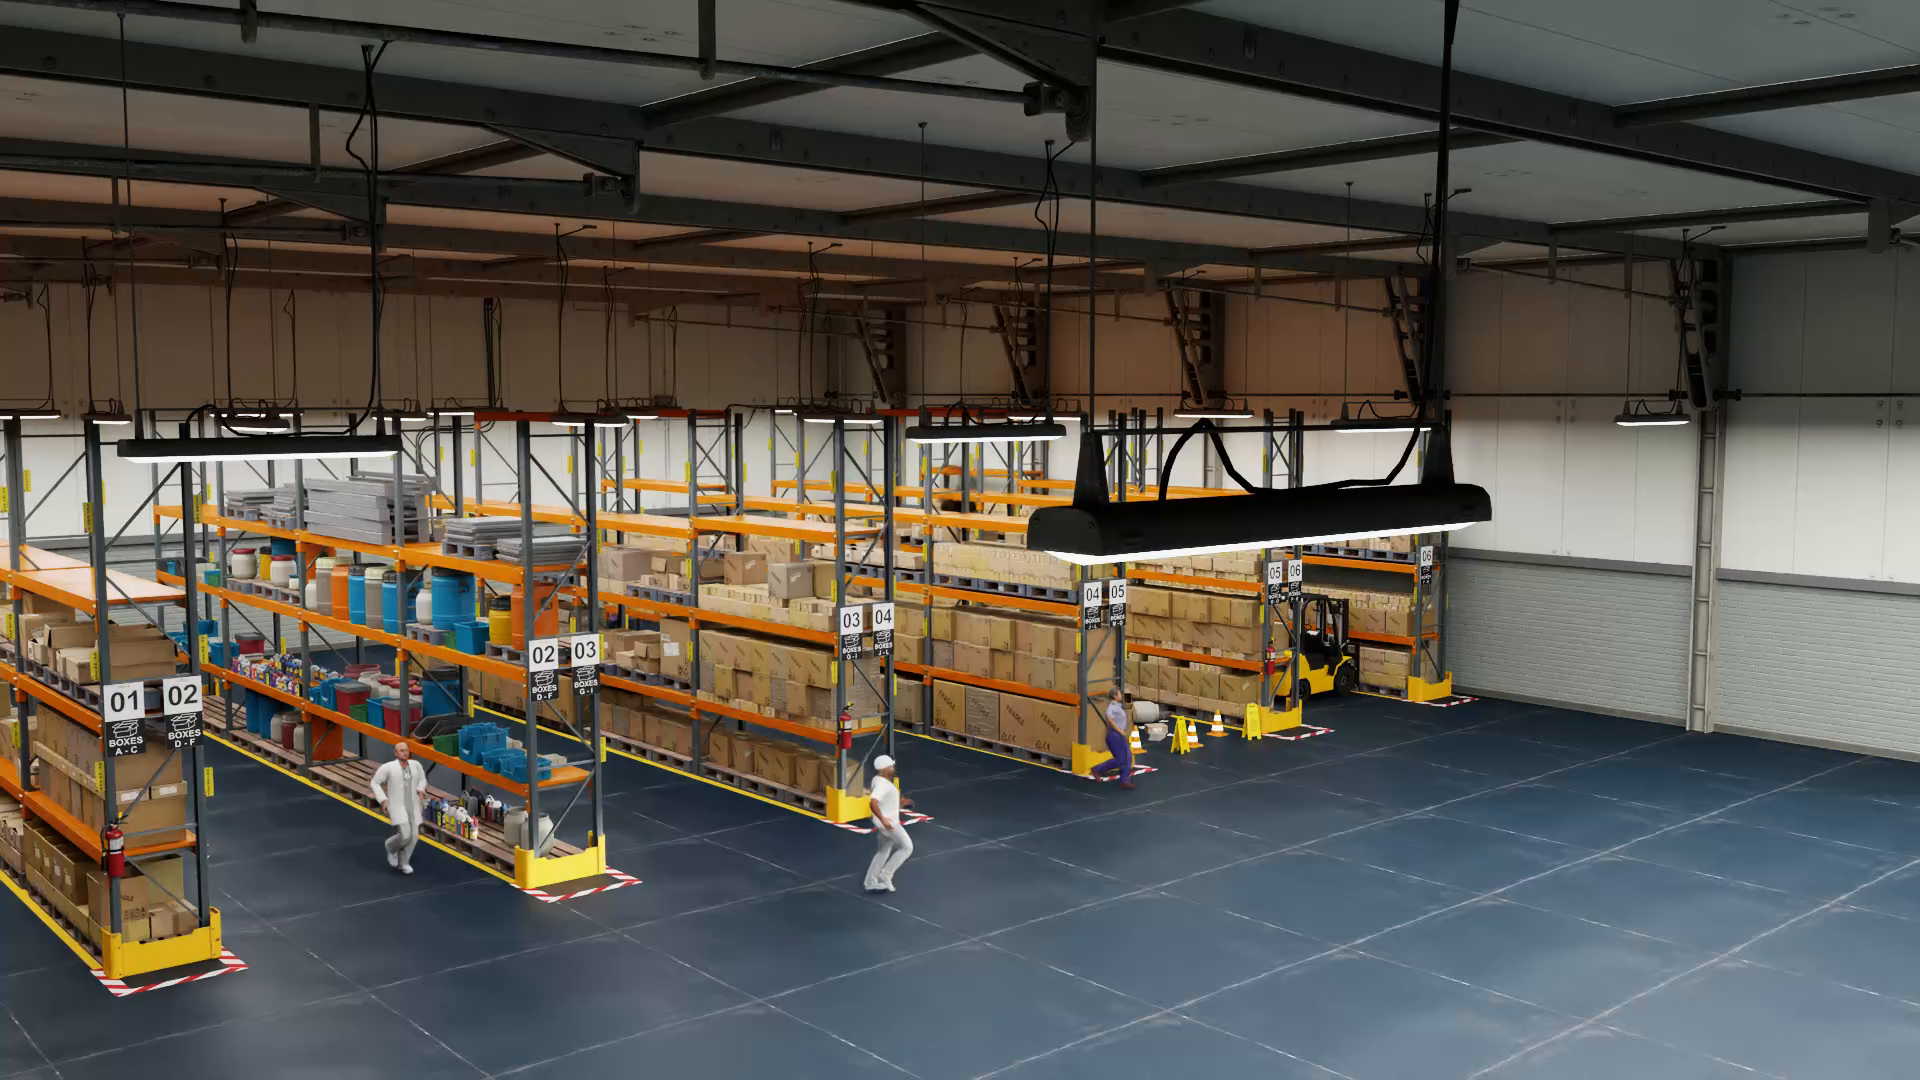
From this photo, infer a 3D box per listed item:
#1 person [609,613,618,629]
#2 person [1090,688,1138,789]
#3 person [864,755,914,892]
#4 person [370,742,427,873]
[{"bbox_3d":[-8.578,1.941,41.391,0.543,1.537,0.579,0,5,1],"label":"person"},{"bbox_3d":[2.498,3.192,26.831,0.766,1.588,0.669,1,5,7],"label":"person"},{"bbox_3d":[-0.896,3.595,21.115,0.672,1.739,0.675,-2,5,-17],"label":"person"},{"bbox_3d":[-7.329,3.539,21.944,0.702,1.738,0.627,-5,7,-45],"label":"person"}]
